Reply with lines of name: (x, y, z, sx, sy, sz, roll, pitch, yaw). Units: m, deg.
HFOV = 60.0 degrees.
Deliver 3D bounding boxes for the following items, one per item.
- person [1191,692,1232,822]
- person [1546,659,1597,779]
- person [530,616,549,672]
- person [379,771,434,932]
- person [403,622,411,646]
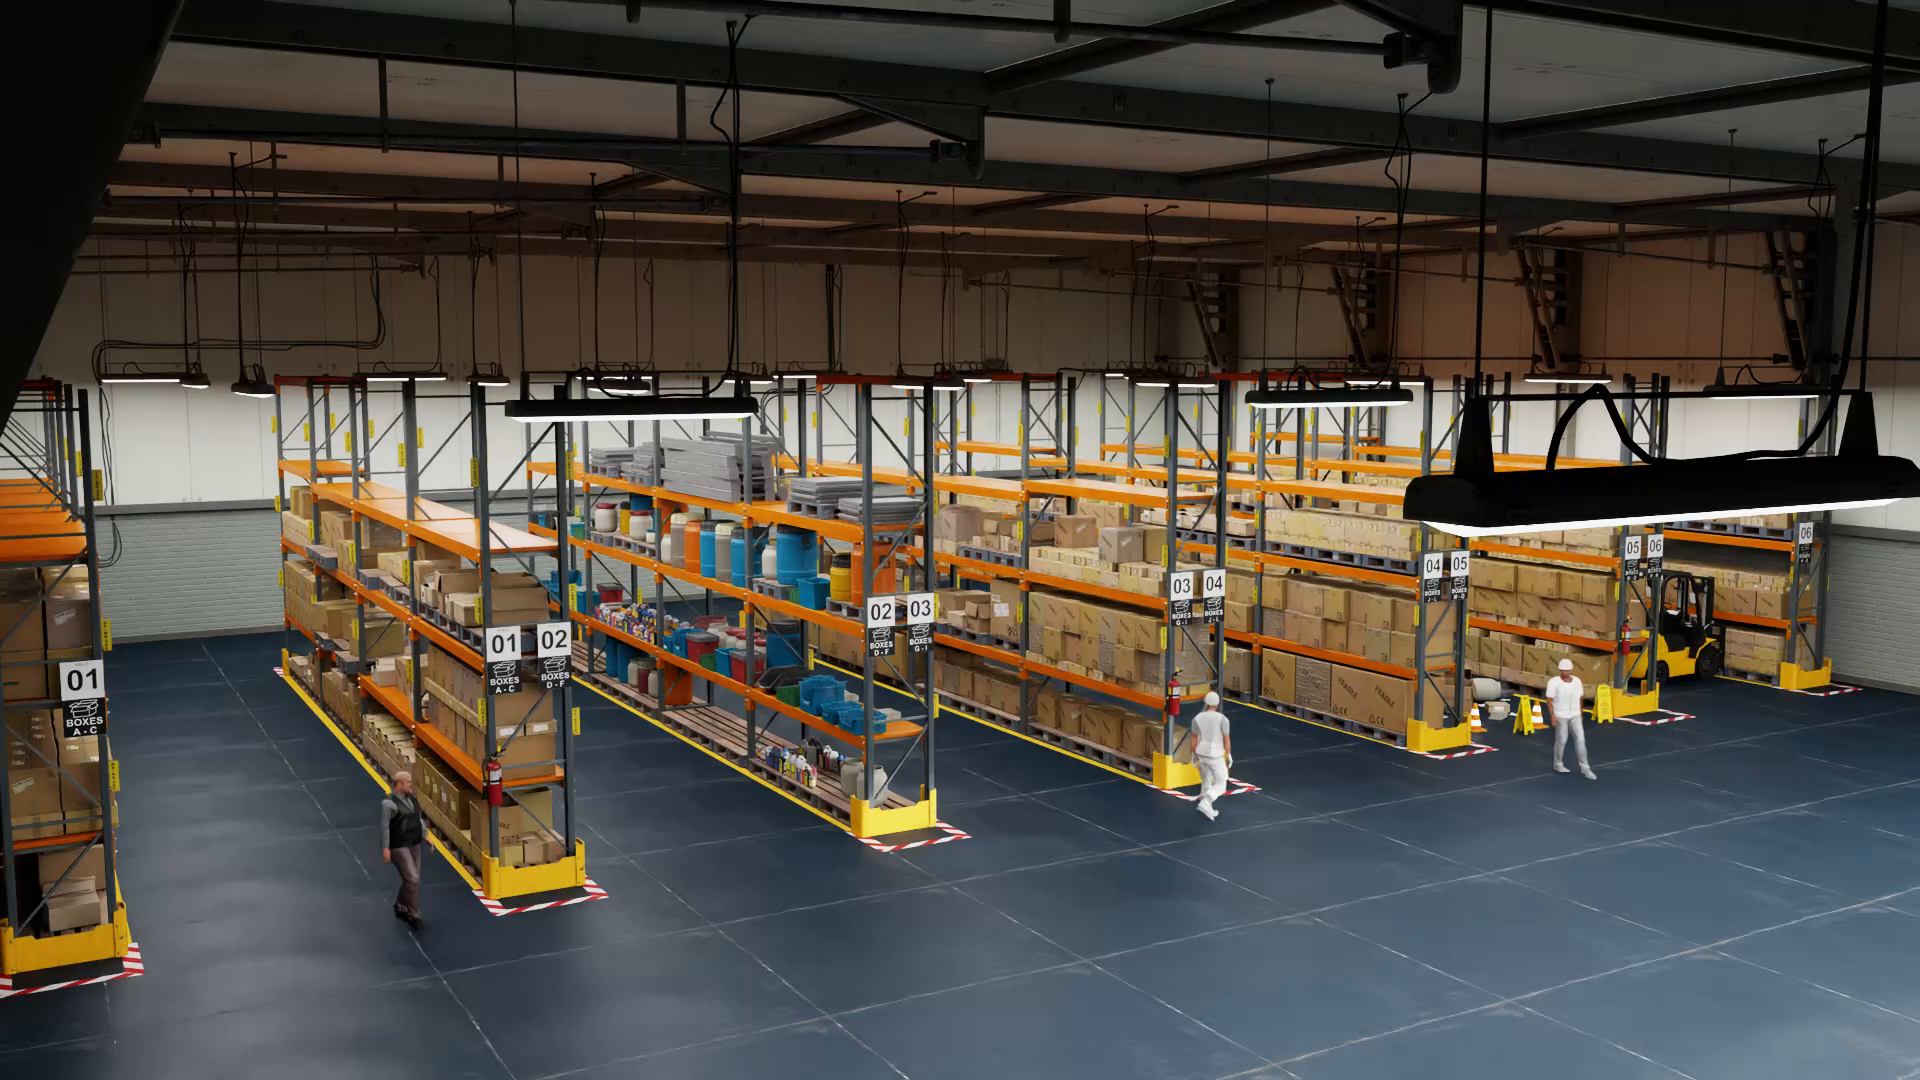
person: (3.374, 2.961, 22.619, 0.527, 1.787, 0.759, 6, 8, 42)
person: (9.262, 2.695, 25.237, 0.654, 1.763, 0.668, 0, 6, -3)
person: (-8.200, 1.959, 32.071, 0.552, 1.793, 0.787, -1, 6, -9)
person: (-6.135, 3.470, 18.590, 0.599, 1.772, 0.563, 2, 7, 18)
person: (-10.842, 1.941, 32.923, 0.421, 1.562, 0.768, -4, 7, -32)
